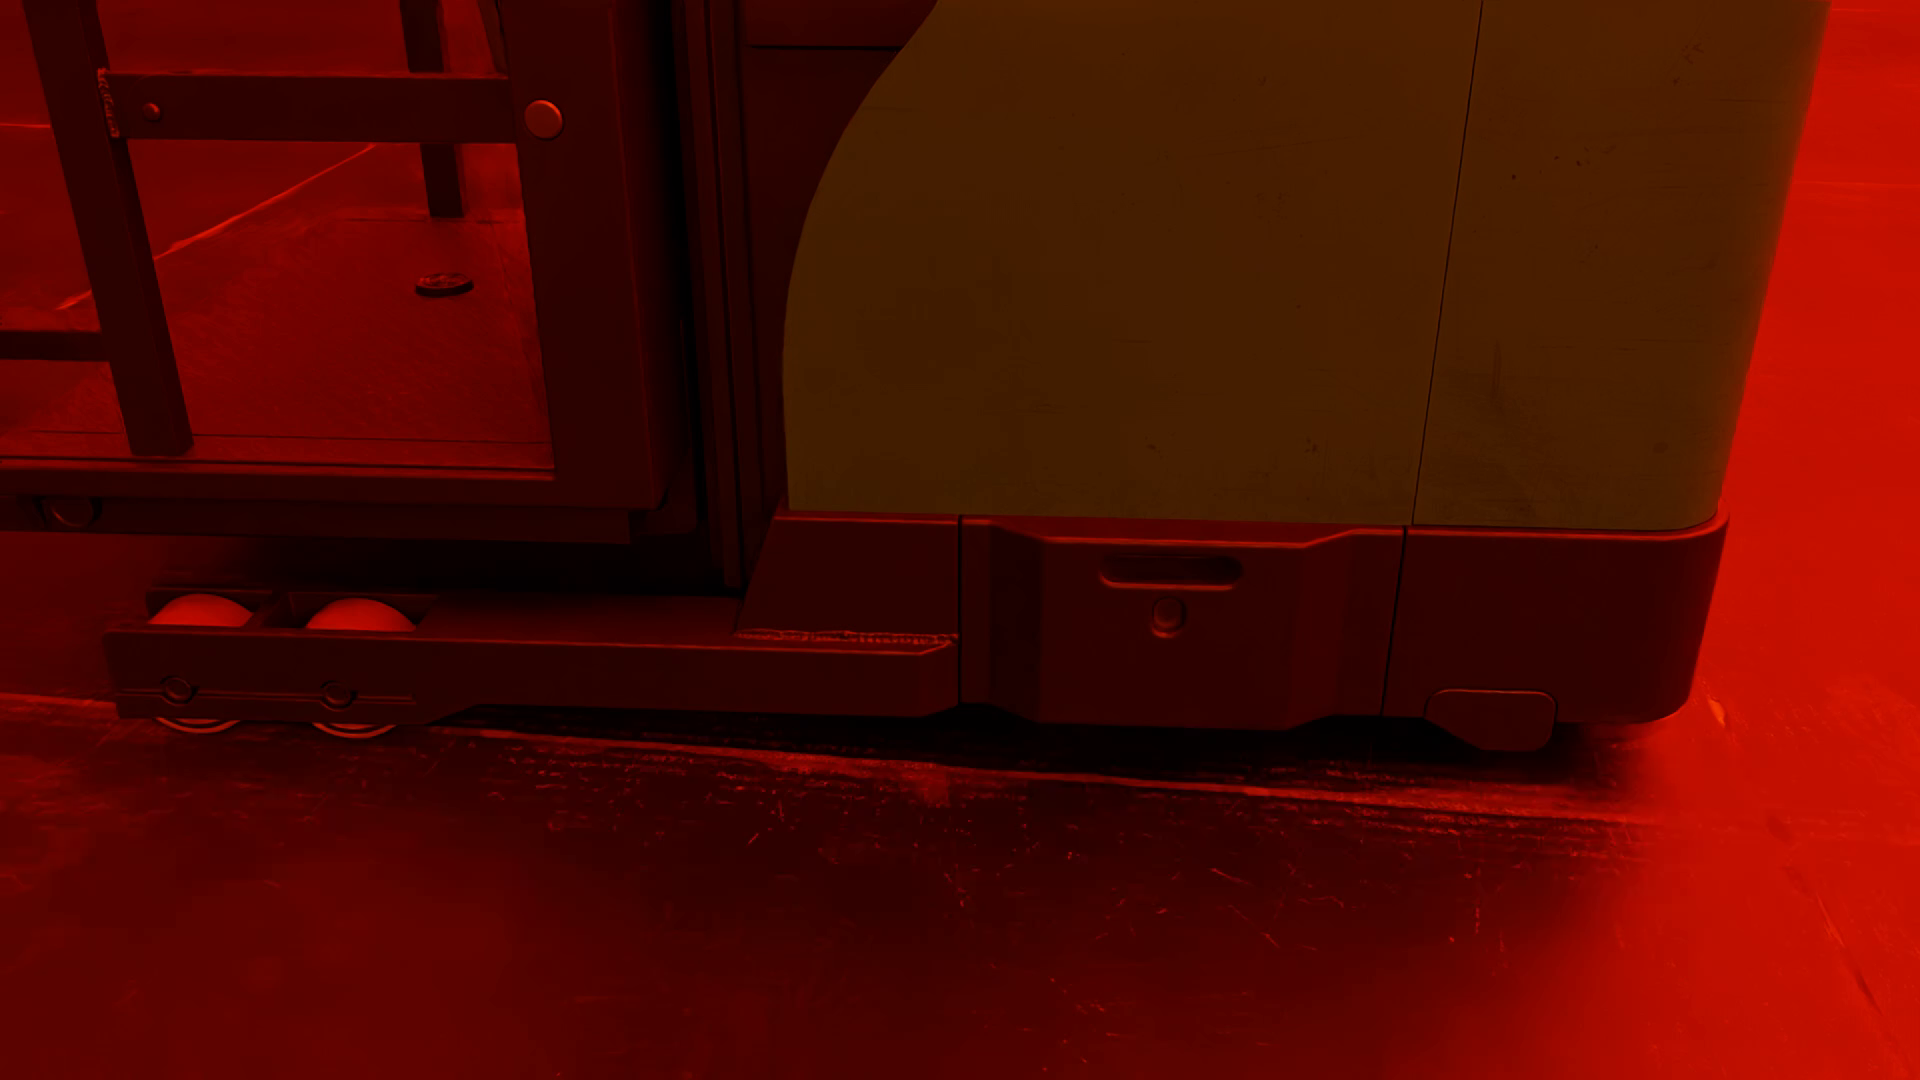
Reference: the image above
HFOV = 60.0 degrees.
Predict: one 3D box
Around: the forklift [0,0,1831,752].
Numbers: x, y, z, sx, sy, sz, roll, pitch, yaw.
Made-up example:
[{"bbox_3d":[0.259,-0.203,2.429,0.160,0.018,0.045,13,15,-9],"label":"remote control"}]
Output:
[{"bbox_3d":[-0.616,-1.305,1.832,3.031,2.935,1.130,1,27,3],"label":"forklift"}]
